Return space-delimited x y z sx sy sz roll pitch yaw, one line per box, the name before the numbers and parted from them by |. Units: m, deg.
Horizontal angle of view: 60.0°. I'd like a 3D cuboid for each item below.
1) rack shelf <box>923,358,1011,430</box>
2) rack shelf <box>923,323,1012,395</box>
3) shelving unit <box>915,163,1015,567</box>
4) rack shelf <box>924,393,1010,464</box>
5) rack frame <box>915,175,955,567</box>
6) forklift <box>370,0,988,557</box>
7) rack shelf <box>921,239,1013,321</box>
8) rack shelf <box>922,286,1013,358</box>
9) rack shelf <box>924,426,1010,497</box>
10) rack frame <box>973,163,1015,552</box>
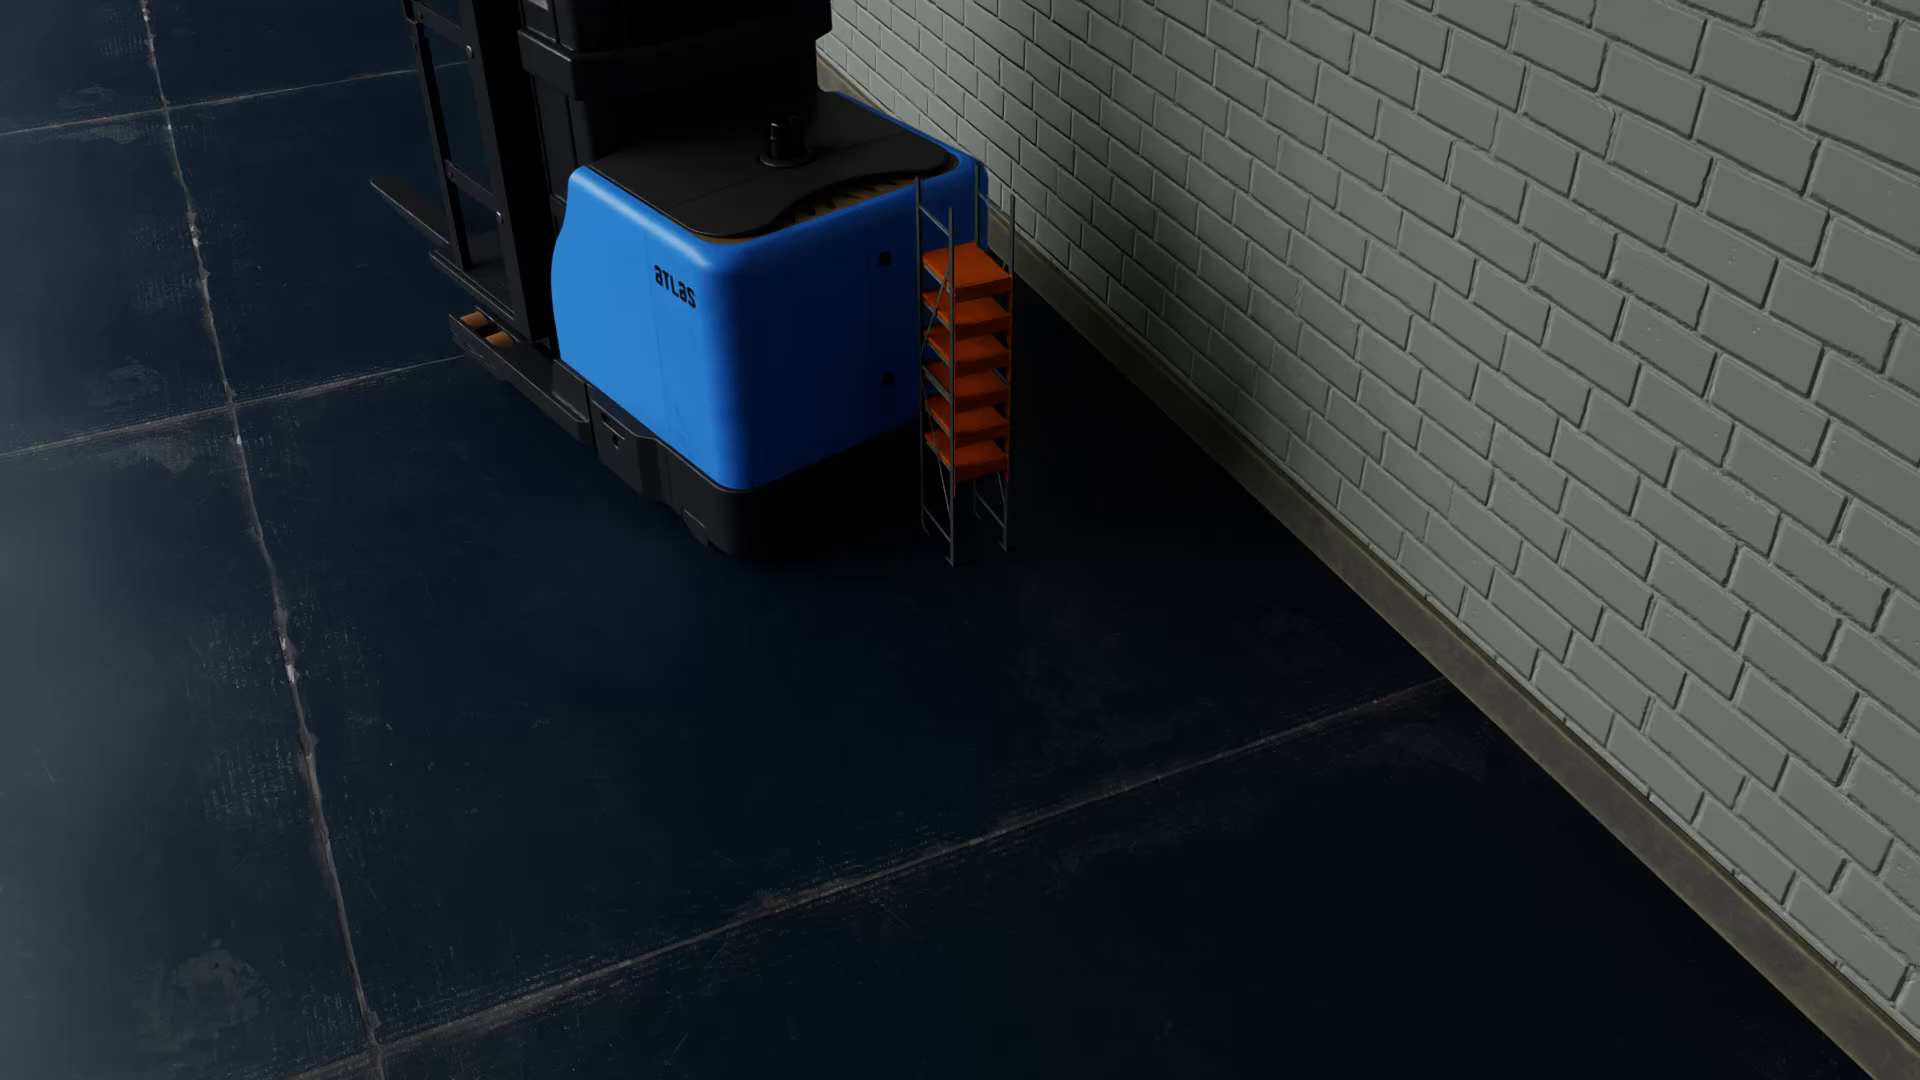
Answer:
rack shelf | 0.013 -0.450 4.924 0.180 0.103 0.258 -16 39 -20
rack shelf | 0.013 -0.546 4.852 0.180 0.103 0.258 -16 39 -20
shelving unit | 0.013 -0.486 4.897 0.189 1.200 0.258 -16 39 -20
rack shelf | 0.013 -0.354 4.995 0.180 0.103 0.258 -16 39 -20
rack frame | -0.070 -0.462 4.866 0.006 1.200 0.240 -16 39 -20
forklift | -1.226 -1.933 5.396 1.130 2.935 3.031 -26 44 -31
rack shelf | 0.013 -0.739 4.710 0.180 0.103 0.258 -16 39 -20
rack shelf | 0.013 -0.643 4.781 0.180 0.103 0.258 -16 39 -20
rack shelf | 0.013 -0.257 5.067 0.180 0.103 0.258 -16 39 -20
rack frame | 0.096 -0.509 4.929 0.006 1.200 0.240 -16 39 -20
